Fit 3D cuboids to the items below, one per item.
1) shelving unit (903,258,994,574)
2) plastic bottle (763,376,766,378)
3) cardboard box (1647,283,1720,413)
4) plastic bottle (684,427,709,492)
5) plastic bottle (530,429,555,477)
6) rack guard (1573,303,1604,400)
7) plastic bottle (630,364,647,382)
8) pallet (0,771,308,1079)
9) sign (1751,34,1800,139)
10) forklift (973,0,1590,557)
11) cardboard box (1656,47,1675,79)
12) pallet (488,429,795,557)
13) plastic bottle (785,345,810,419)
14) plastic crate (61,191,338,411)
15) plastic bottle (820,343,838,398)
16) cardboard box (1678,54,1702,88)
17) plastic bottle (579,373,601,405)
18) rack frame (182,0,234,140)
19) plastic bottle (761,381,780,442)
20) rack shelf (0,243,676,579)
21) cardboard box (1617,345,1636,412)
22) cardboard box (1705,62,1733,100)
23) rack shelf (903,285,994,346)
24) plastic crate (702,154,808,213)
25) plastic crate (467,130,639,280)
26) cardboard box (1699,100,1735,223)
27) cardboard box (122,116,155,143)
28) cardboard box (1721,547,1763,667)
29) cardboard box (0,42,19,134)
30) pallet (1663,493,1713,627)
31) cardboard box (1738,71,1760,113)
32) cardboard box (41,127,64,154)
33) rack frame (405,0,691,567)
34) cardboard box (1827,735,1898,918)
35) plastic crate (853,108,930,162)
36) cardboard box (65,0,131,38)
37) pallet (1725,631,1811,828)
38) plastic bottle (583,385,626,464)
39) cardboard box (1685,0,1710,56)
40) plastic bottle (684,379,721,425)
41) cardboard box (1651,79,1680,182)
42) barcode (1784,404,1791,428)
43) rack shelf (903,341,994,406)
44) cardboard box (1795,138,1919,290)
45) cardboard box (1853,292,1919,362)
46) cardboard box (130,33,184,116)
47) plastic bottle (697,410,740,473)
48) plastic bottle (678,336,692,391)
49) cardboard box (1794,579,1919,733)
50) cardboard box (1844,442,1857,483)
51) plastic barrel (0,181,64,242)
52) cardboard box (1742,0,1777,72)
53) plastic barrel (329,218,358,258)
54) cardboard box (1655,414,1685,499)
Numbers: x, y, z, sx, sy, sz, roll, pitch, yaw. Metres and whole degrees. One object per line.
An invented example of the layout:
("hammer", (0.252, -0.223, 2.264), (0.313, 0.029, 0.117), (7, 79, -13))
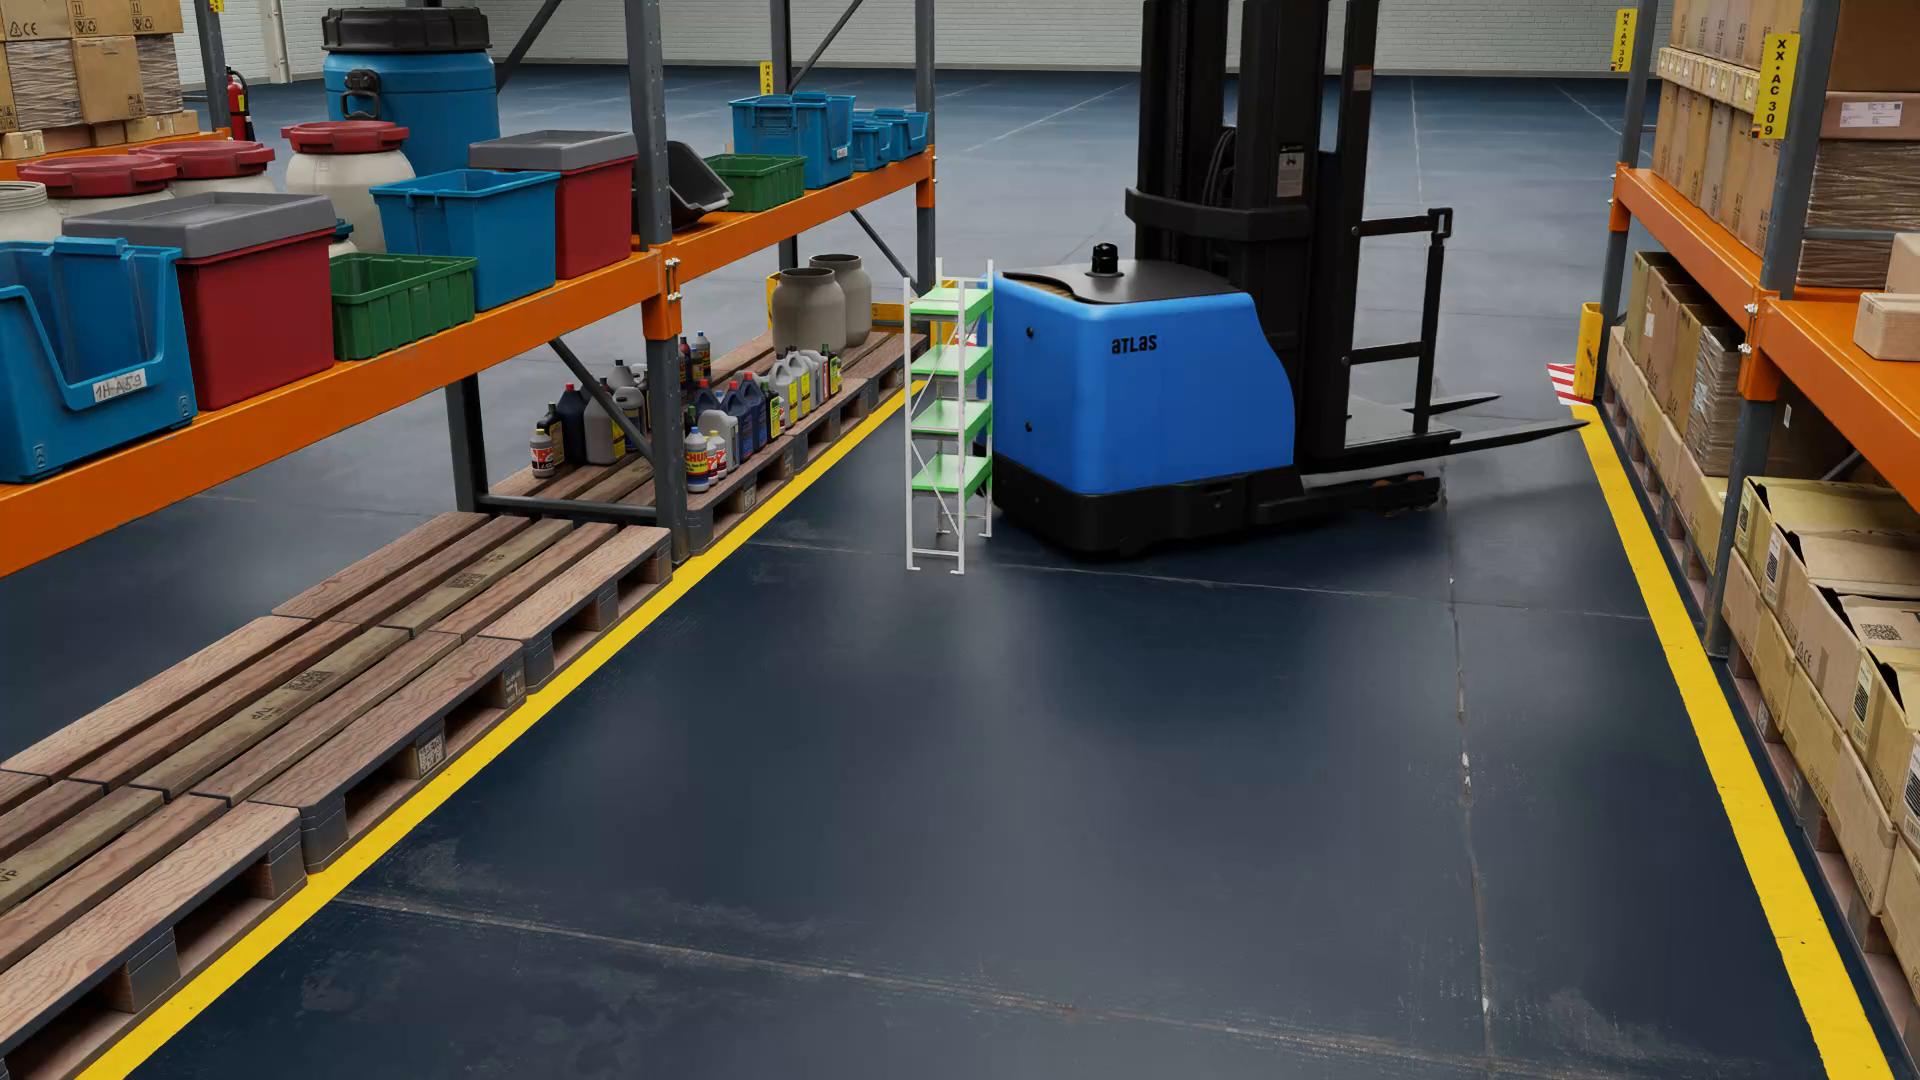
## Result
("shelving unit", (-0.040, -0.516, 6.842), (0.258, 1.200, 0.503), (5, 19, 13))
("plastic bottle", (-0.963, -0.717, 8.294), (0.097, 0.201, 0.097), (0, 19, 0))
("cardboard box", (3.434, -0.859, 7.507), (0.500, 0.500, 0.500), (5, 19, 13))
("plastic bottle", (-1.127, -0.348, 7.107), (0.097, 0.271, 0.097), (0, 19, 0))
("plastic bottle", (-1.844, -0.388, 7.333), (0.097, 0.201, 0.097), (0, 19, 0))
("rack guard", (4.155, -1.052, 9.494), (1.175, 0.500, 0.348), (5, 19, 13))
("plastic bottle", (-1.583, -0.722, 8.194), (0.152, 0.276, 0.135), (5, 19, 14))
("pallet", (-2.380, 0.967, 4.029), (1.003, 0.211, 1.213), (5, 19, 13))
("sign", (2.634, -1.464, 5.372), (0.100, 0.325, 0.005), (5, 19, 13))
("forklift", (1.610, -1.631, 7.429), (3.031, 2.935, 1.130), (-9, 21, -25))
("cardboard box", (3.845, -2.476, 8.637), (0.380, 0.149, 0.250), (5, 19, 13))
("pallet", (-1.425, -0.254, 7.604), (1.003, 0.211, 1.213), (5, 19, 13))
("plastic bottle", (-0.835, -0.792, 8.282), (0.144, 0.351, 0.185), (5, 20, 16))
("plastic crate", (-1.916, -0.625, 4.278), (0.402, 0.464, 0.583), (5, 19, 13))
("plastic bottle", (-0.687, -0.894, 8.687), (0.061, 0.283, 0.133), (5, 20, 15))
("cardboard box", (3.657, -2.236, 7.935), (0.380, 0.149, 0.250), (4, 19, 13))
("plastic bottle", (-1.705, -0.606, 7.737), (0.144, 0.351, 0.185), (4, 19, 11))
("rack frame", (-5.456, -3.011, 11.362), (1.000, 3.000, 0.127), (5, 19, 13))
("plastic bottle", (-0.904, -0.617, 7.874), (0.061, 0.283, 0.133), (6, 20, 16))
("rack shelf", (-2.119, -0.399, 4.828), (1.077, 0.370, 4.000), (5, 19, 13))
("cardboard box", (3.684, -0.818, 8.545), (0.500, 0.250, 0.500), (5, 19, 13))
("cardboard box", (3.469, -1.994, 7.227), (0.380, 0.149, 0.250), (5, 19, 14))
("rack shelf", (-0.040, -0.910, 6.707), (0.258, 0.148, 0.480), (5, 19, 13))
("plastic crate", (-1.025, -1.669, 7.761), (0.450, 0.188, 0.662), (5, 19, 13))
("plastic crate", (-1.452, -1.220, 6.021), (0.402, 0.464, 0.583), (5, 19, 13))
("cardboard box", (3.648, -1.644, 7.206), (0.700, 0.500, 0.500), (5, 20, 15))
("cardboard box", (-5.398, -2.626, 10.623), (0.380, 0.149, 0.250), (5, 19, 13))
("cardboard box", (2.834, 0.236, 5.462), (0.500, 0.250, 0.500), (4, 19, 12))
("cardboard box", (-5.920, -2.554, 9.408), (0.875, 0.500, 0.500), (5, 19, 13))
("pallet", (3.407, 0.100, 6.569), (1.003, 0.211, 1.213), (5, 19, 13))
("cardboard box", (3.281, -1.749, 6.509), (0.380, 0.149, 0.250), (5, 19, 13))
("cardboard box", (-5.614, -2.393, 9.943), (0.380, 0.149, 0.250), (5, 19, 13))
("rack frame", (-1.630, -1.366, 6.547), (1.000, 3.000, 0.127), (5, 19, 13))
("cardboard box", (2.458, 0.718, 4.050), (0.500, 0.250, 0.500), (5, 19, 14))
("plastic crate", (-0.485, -2.369, 9.713), (0.499, 0.251, 0.616), (5, 19, 13))
("cardboard box", (-5.467, -3.323, 10.114), (0.500, 0.500, 0.500), (5, 19, 13))
("pallet", (3.030, 0.580, 5.163), (1.003, 0.211, 1.213), (5, 19, 13))
("plastic bottle", (-1.612, -0.534, 7.528), (0.144, 0.351, 0.185), (5, 19, 13))
("cardboard box", (3.887, -2.562, 7.885), (0.700, 0.500, 0.500), (4, 19, 12))
("plastic bottle", (-1.170, -0.552, 7.582), (0.144, 0.351, 0.185), (5, 19, 13))
("cardboard box", (4.023, -2.130, 8.627), (0.700, 0.500, 0.500), (5, 19, 13))
("barcode", (2.706, -0.406, 5.438), (0.001, 0.075, 0.075), (5, 19, 13))
("rack shelf", (-0.040, -0.683, 6.785), (0.258, 0.148, 0.480), (5, 19, 13))
("cardboard box", (3.275, -1.161, 5.790), (0.700, 0.500, 0.500), (4, 19, 12))
("cardboard box", (2.758, -0.593, 4.673), (0.380, 0.149, 0.250), (5, 19, 13))
("cardboard box", (-5.617, -3.029, 10.800), (0.875, 0.500, 0.500), (5, 19, 13))
("plastic bottle", (-1.075, -0.454, 7.410), (0.152, 0.276, 0.135), (5, 20, 15))
("plastic bottle", (-1.471, -0.929, 8.790), (0.061, 0.283, 0.133), (5, 19, 14))
("cardboard box", (2.577, 0.292, 4.429), (0.500, 0.311, 0.500), (4, 19, 12))
("cardboard box", (3.704, -0.504, 6.467), (0.500, 0.500, 0.500), (5, 19, 13))
("plastic barrel", (-2.460, -0.637, 4.238), (0.421, 0.512, 0.421), (0, 19, 0))
("cardboard box", (3.520, -2.090, 6.504), (0.700, 0.500, 0.500), (5, 19, 13))
("plastic barrel", (-2.102, -0.898, 5.390), (0.301, 0.262, 0.301), (0, 19, 0))
("cardboard box", (3.313, -0.348, 7.169), (0.500, 0.250, 0.500), (5, 19, 13))
